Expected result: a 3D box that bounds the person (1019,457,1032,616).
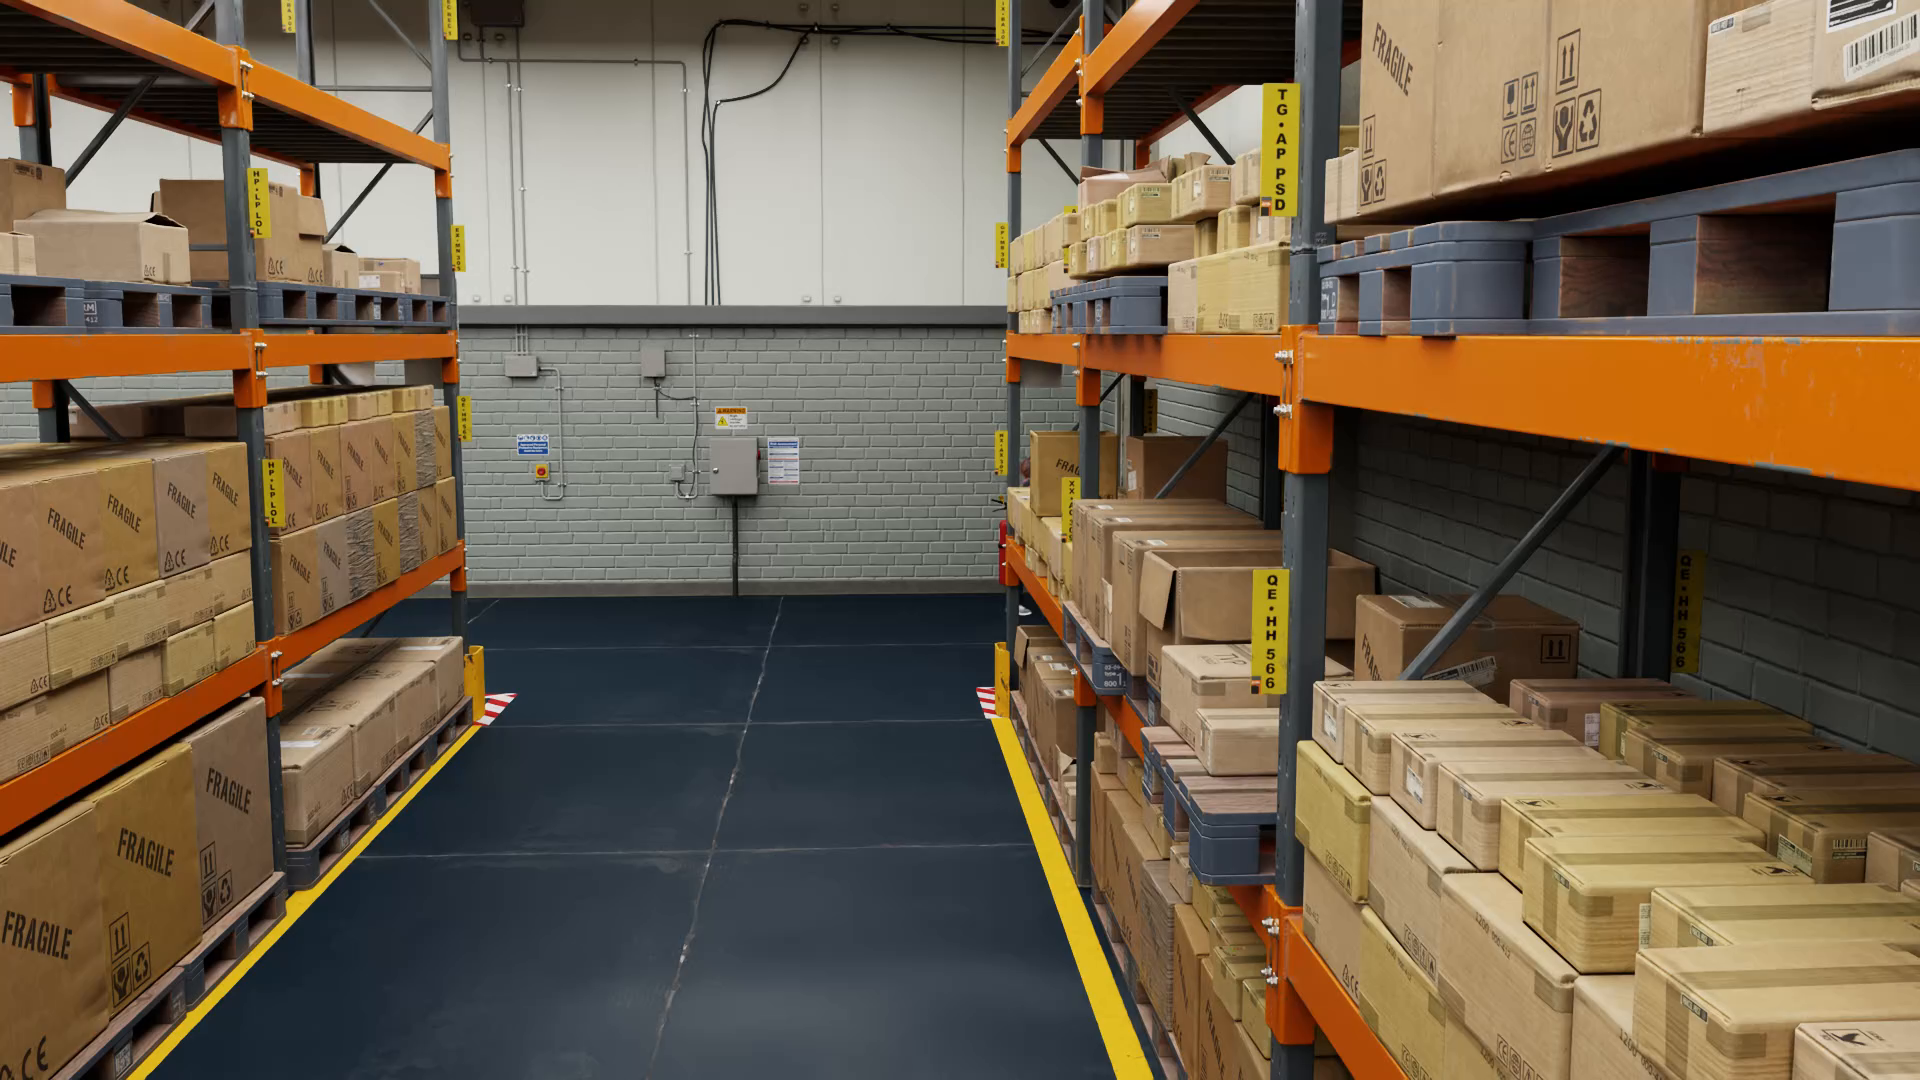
[{"bbox_3d":[0.793,-0.019,16.491,0.724,1.571,0.438,3,8,21],"label":"person"}]
